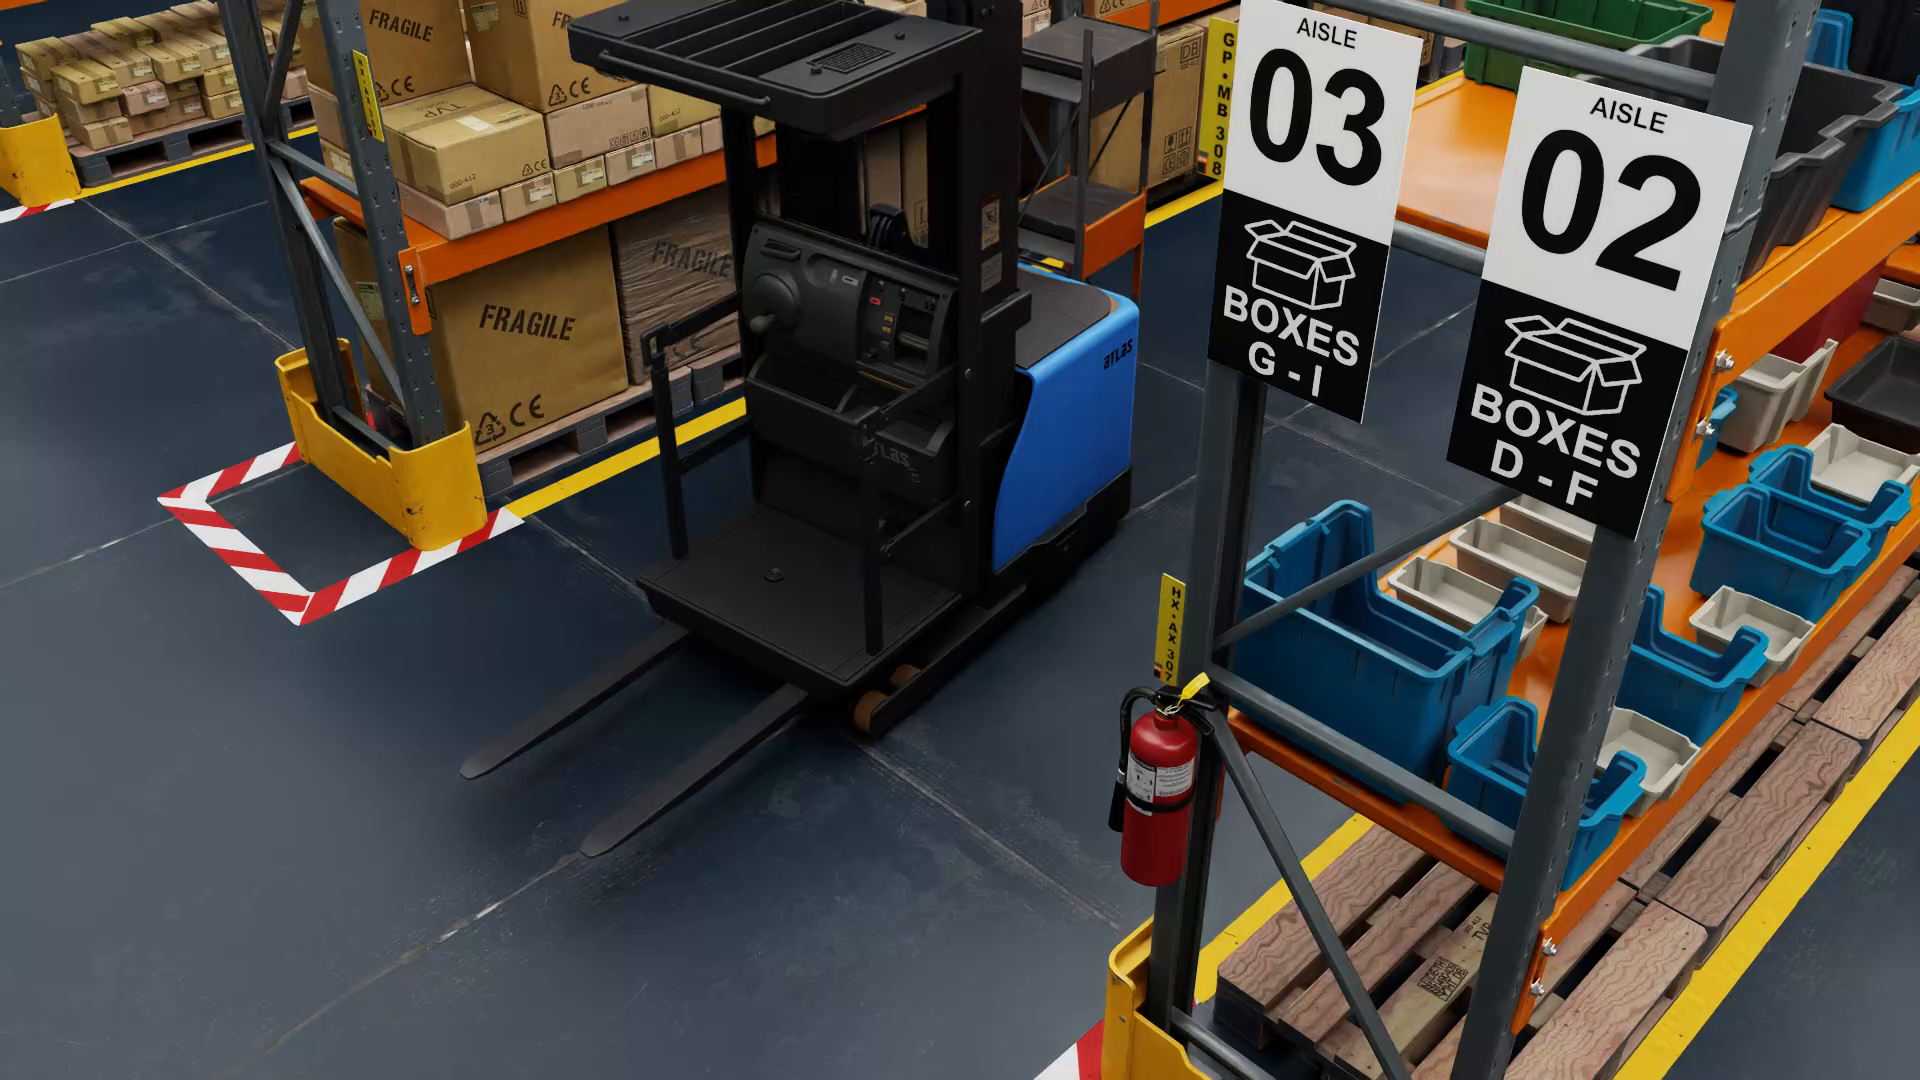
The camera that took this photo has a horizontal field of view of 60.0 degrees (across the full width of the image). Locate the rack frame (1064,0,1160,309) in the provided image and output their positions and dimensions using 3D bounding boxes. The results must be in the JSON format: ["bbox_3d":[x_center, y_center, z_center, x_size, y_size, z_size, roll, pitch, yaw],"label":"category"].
[{"bbox_3d":[0.645,-1.390,7.408,0.400,2.100,0.015,24,41,30],"label":"rack frame"}]

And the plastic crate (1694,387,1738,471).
[{"bbox_3d":[2.200,-0.376,5.261,0.416,0.233,0.300,30,45,35],"label":"plastic crate"}]

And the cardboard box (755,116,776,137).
[{"bbox_3d":[-1.013,-2.013,7.733,0.380,0.149,0.250,28,44,34],"label":"cardboard box"}]

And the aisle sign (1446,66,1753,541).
[{"bbox_3d":[1.095,-0.401,2.930,0.394,0.787,0.004,30,45,35],"label":"aisle sign"}]

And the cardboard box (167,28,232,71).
[{"bbox_3d":[-4.925,-3.188,10.803,0.380,0.149,0.250,27,43,33],"label":"cardboard box"}]

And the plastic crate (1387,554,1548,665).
[{"bbox_3d":[1.381,0.196,4.525,0.396,0.136,0.243,30,45,35],"label":"plastic crate"}]

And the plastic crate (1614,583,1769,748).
[{"bbox_3d":[1.807,0.326,4.255,0.416,0.233,0.300,30,45,35],"label":"plastic crate"}]

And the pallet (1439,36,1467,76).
[{"bbox_3d":[3.608,-3.900,12.658,1.003,0.211,1.213,30,45,35],"label":"pallet"}]

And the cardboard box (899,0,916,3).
[{"bbox_3d":[-0.251,-2.975,8.110,0.500,0.500,0.500,-29,44,-35],"label":"cardboard box"}]

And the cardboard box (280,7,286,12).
[{"bbox_3d":[-4.396,-3.525,11.288,0.380,0.149,0.250,30,45,35],"label":"cardboard box"}]

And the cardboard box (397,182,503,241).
[{"bbox_3d":[-2.095,-1.388,6.837,0.250,0.149,0.380,-29,44,-35],"label":"cardboard box"}]

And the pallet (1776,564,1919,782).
[{"bbox_3d":[3.263,0.351,6.563,1.003,0.211,1.213,30,45,35],"label":"pallet"}]

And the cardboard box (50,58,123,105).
[{"bbox_3d":[-5.418,-2.842,10.309,0.380,0.149,0.250,27,43,33],"label":"cardboard box"}]

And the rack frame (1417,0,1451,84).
[{"bbox_3d":[3.057,-4.727,11.406,1.000,3.000,0.127,30,45,35],"label":"rack frame"}]

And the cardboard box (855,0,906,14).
[{"bbox_3d":[-0.609,-2.461,8.027,0.500,0.250,0.500,-29,44,-35],"label":"cardboard box"}]

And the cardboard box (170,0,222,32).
[{"bbox_3d":[-5.148,-3.530,11.294,0.250,0.149,0.380,-28,44,-34],"label":"cardboard box"}]

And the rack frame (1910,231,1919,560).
[{"bbox_3d":[3.753,-1.107,6.215,1.000,3.000,0.127,30,45,35],"label":"rack frame"}]

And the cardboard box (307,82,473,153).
[{"bbox_3d":[-2.427,-1.844,7.143,0.500,0.250,0.500,29,44,35],"label":"cardboard box"}]

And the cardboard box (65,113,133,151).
[{"bbox_3d":[-5.432,-2.606,10.490,0.250,0.149,0.380,-29,44,-35],"label":"cardboard box"}]

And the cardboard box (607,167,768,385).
[{"bbox_3d":[-1.544,-1.442,8.186,0.875,0.875,0.875,30,45,35],"label":"cardboard box"}]

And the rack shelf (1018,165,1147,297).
[{"bbox_3d":[0.497,-1.268,7.257,0.431,0.518,0.480,24,41,30],"label":"rack shelf"}]

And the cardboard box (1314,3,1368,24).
[{"bbox_3d":[1.922,-3.397,10.990,1.225,0.875,0.875,30,45,35],"label":"cardboard box"}]

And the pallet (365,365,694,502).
[{"bbox_3d":[-2.072,-0.692,8.058,1.003,0.211,1.213,30,45,35],"label":"pallet"}]

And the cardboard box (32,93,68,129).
[{"bbox_3d":[-5.805,-2.820,10.797,0.250,0.149,0.380,-29,44,-35],"label":"cardboard box"}]

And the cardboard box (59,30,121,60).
[{"bbox_3d":[-5.617,-3.163,10.768,0.250,0.149,0.380,-29,44,-35],"label":"cardboard box"}]

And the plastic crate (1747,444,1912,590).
[{"bbox_3d":[2.482,-0.063,4.812,0.416,0.233,0.300,30,45,35],"label":"plastic crate"}]

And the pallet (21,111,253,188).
[{"bbox_3d":[-5.377,-2.722,10.969,1.003,0.211,1.213,30,45,35],"label":"pallet"}]

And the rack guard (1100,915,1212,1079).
[{"bbox_3d":[0.927,1.557,4.581,1.175,0.500,0.348,30,45,35],"label":"rack guard"}]

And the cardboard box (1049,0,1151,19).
[{"bbox_3d":[0.740,-3.230,9.172,0.500,0.500,0.500,-30,45,-35],"label":"cardboard box"}]

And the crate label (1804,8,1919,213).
[{"bbox_3d":[1.815,-0.897,3.422,0.408,0.251,0.502,30,45,35],"label":"crate label"}]

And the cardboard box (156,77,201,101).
[{"bbox_3d":[-5.134,-2.977,10.762,0.250,0.149,0.380,-29,44,-35],"label":"cardboard box"}]

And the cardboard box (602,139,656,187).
[{"bbox_3d":[-1.553,-1.703,7.289,0.380,0.149,0.250,29,44,35],"label":"cardboard box"}]

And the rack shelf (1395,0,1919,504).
[{"bbox_3d":[2.344,-1.231,4.399,1.077,0.370,4.000,30,45,35],"label":"rack shelf"}]

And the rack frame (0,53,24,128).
[{"bbox_3d":[-6.028,-3.520,9.675,1.000,3.000,0.127,30,45,35],"label":"rack frame"}]

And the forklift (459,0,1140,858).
[{"bbox_3d":[-0.544,-0.794,5.826,1.130,2.935,3.031,24,41,30],"label":"forklift"}]

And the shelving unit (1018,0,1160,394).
[{"bbox_3d":[0.497,-1.279,7.249,0.431,2.100,0.503,24,41,30],"label":"shelving unit"}]

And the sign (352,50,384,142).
[{"bbox_3d":[-2.190,-1.641,6.155,0.100,0.325,0.005,30,45,35],"label":"sign"}]

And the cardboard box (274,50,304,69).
[{"bbox_3d":[-4.595,-3.311,11.240,0.250,0.149,0.380,-27,43,-33],"label":"cardboard box"}]

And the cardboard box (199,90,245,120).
[{"bbox_3d":[-4.878,-2.909,10.924,0.250,0.149,0.380,-29,44,-35],"label":"cardboard box"}]

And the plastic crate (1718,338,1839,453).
[{"bbox_3d":[2.547,-0.538,5.450,0.437,0.282,0.530,30,45,35],"label":"plastic crate"}]

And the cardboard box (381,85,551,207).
[{"bbox_3d":[-2.050,-1.626,6.831,0.500,0.250,0.500,28,44,34],"label":"cardboard box"}]

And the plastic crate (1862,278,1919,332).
[{"bbox_3d":[3.324,-0.892,6.085,0.396,0.136,0.243,30,45,35],"label":"plastic crate"}]
